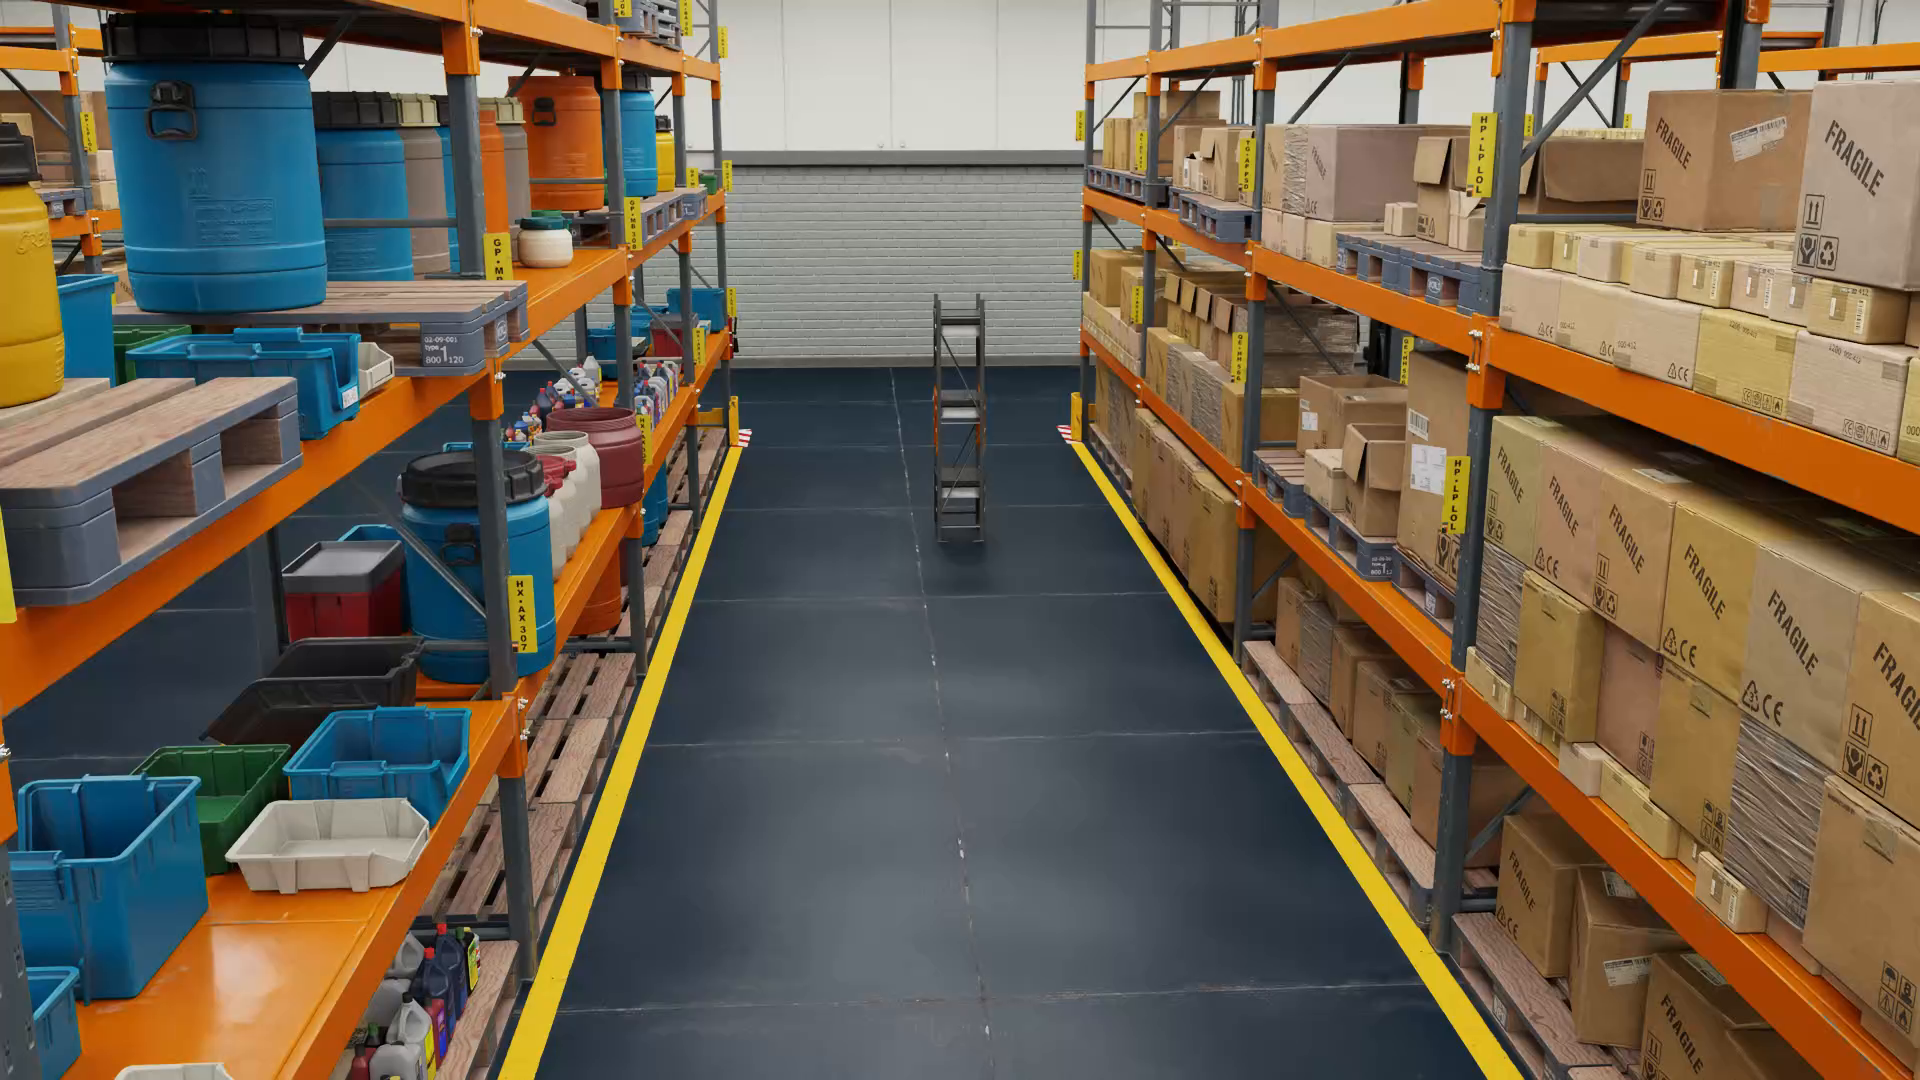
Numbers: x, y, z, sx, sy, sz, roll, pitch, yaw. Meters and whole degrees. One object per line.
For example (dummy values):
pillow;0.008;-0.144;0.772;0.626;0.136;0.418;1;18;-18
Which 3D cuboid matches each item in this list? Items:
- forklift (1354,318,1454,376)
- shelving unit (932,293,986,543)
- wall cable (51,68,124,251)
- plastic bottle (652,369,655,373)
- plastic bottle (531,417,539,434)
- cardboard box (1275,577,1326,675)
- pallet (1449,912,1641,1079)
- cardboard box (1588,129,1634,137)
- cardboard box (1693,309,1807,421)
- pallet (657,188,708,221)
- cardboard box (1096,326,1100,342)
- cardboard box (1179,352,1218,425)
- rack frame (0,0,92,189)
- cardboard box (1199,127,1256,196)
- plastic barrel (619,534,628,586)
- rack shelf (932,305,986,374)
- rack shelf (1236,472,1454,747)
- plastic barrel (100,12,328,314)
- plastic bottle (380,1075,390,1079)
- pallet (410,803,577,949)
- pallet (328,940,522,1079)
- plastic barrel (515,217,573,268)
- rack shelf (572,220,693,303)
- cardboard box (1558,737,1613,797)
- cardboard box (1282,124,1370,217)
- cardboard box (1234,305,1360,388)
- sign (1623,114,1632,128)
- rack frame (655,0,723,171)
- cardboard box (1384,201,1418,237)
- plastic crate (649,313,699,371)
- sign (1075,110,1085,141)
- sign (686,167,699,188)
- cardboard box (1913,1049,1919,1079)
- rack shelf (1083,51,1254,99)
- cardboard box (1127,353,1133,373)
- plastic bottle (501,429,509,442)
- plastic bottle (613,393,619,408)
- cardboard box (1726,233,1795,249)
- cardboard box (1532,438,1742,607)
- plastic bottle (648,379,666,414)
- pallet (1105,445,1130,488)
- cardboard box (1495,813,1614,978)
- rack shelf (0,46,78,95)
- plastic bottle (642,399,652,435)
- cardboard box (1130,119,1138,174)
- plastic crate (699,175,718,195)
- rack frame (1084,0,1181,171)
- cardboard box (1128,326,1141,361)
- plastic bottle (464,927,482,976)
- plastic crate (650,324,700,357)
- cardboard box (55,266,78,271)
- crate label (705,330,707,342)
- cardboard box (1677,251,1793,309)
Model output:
forklift;4.459;-1.785;15.581;1.130;2.935;3.031;-1;14;-4
shelving unit;-0.010;-1.058;14.425;0.431;2.100;0.503;-1;14;-3
wall cable;-12.957;-5.203;22.919;3.097;2.526;0.112;-1;14;-3
plastic bottle;-2.604;-1.351;14.157;0.097;0.201;0.097;0;14;0
plastic bottle;-3.070;-0.782;11.943;0.097;0.201;0.097;0;14;0
cardboard box;2.425;0.535;10.560;0.700;0.500;0.500;-2;15;-6
pallet;2.688;1.883;6.784;1.003;0.211;1.213;-1;14;-3
cardboard box;6.695;-4.146;17.097;0.380;0.149;0.250;0;14;-2
cardboard box;2.482;-0.512;4.777;0.500;0.250;0.500;-1;14;-4
pallet;-2.682;-2.715;13.417;1.213;0.211;1.003;-1;14;-3
cardboard box;1.626;-2.148;17.358;0.380;0.149;0.250;-1;14;-5
cardboard box;1.995;-1.176;12.876;0.500;0.500;0.500;-1;14;-2
rack frame;-7.772;-4.377;13.478;1.000;3.000;0.127;-1;14;-3
cardboard box;2.216;-2.843;12.485;0.797;0.503;0.637;-1;14;-4
plastic barrel;-2.697;0.010;12.465;0.600;0.588;0.708;-1;14;-3
rack shelf;-0.010;-1.723;14.254;0.431;0.518;0.480;-1;14;-3
rack shelf;2.487;0.217;9.107;1.077;0.370;4.000;-1;14;-3
plastic barrel;-2.377;-1.207;5.330;0.600;0.901;0.708;-1;14;-3
plastic bottle;-1.926;1.929;5.600;0.097;0.271;0.097;0;14;0
pallet;-2.419;1.598;7.891;1.003;0.211;1.213;-1;14;-3
pallet;-2.332;1.961;6.482;1.003;0.211;1.213;-1;14;-3
plastic barrel;-2.268;-1.625;9.081;0.301;0.262;0.301;0;14;0
rack shelf;-2.704;-2.154;12.302;1.077;0.370;4.000;-1;14;-3
cardboard box;2.369;0.795;5.922;0.380;0.149;0.250;-1;14;-3
cardboard box;2.164;-2.125;9.541;0.500;0.500;0.500;-1;14;-3
cardboard box;2.334;-1.345;11.520;0.797;0.503;0.637;0;14;-2
sign;7.380;-4.555;18.413;0.100;0.325;0.005;-1;14;-3
rack frame;-3.076;-5.447;17.638;1.000;3.000;0.127;-1;14;-3
cardboard box;2.395;-1.642;8.493;0.380;0.166;0.250;-1;14;-5
plastic crate;-2.633;-1.833;15.382;0.402;0.464;0.583;-1;14;-3
sign;1.314;-4.526;18.163;0.100;0.325;0.005;-1;14;-3
sign;-2.279;-3.012;14.176;0.100;0.325;0.005;-1;14;-3
cardboard box;2.554;1.291;3.992;0.380;0.149;0.250;-1;14;-3
rack shelf;1.992;-4.484;16.142;1.077;0.370;4.000;-1;14;-3
cardboard box;1.754;-1.637;15.372;0.380;0.149;0.250;-1;14;-2
plastic bottle;-3.031;-0.590;11.033;0.061;0.283;0.133;-1;14;-3
plastic bottle;-2.519;-0.990;12.453;0.144;0.351;0.185;-1;14;-3
cardboard box;2.947;-1.002;5.881;0.380;0.149;0.250;-2;15;-6
cardboard box;2.418;-0.070;5.976;0.500;0.500;0.500;-1;14;-3
plastic bottle;-2.418;-1.144;13.203;0.152;0.276;0.135;-1;14;-3
pallet;2.068;-0.767;17.086;1.003;0.211;1.213;-1;14;-3
cardboard box;2.596;1.473;6.954;0.500;0.500;0.500;-1;14;-5
rack shelf;-7.648;-3.337;11.685;1.077;0.370;4.000;-1;14;-3
plastic bottle;-2.310;-0.896;12.225;0.061;0.283;0.133;-1;14;-3
cardboard box;1.978;-3.704;15.639;0.700;0.500;0.500;0;14;-1
plastic crate;-2.729;-3.651;17.102;0.450;0.188;0.336;-1;14;-3
rack frame;1.868;-5.524;17.935;1.000;3.000;0.127;-1;14;-3
cardboard box;1.826;-1.801;15.209;0.500;0.250;0.500;-1;14;-4
plastic bottle;-1.999;1.670;6.748;0.097;0.201;0.097;0;14;0
plastic crate;-2.738;-1.901;16.014;0.437;0.282;0.530;-1;14;-3
cardboard box;-8.062;-2.126;14.562;0.500;0.500;0.500;-1;14;-3
crate label;-2.799;-2.102;17.085;0.396;0.136;0.243;-1;14;-3
cardboard box;2.442;-0.798;5.088;0.380;0.149;0.250;-1;14;-5
